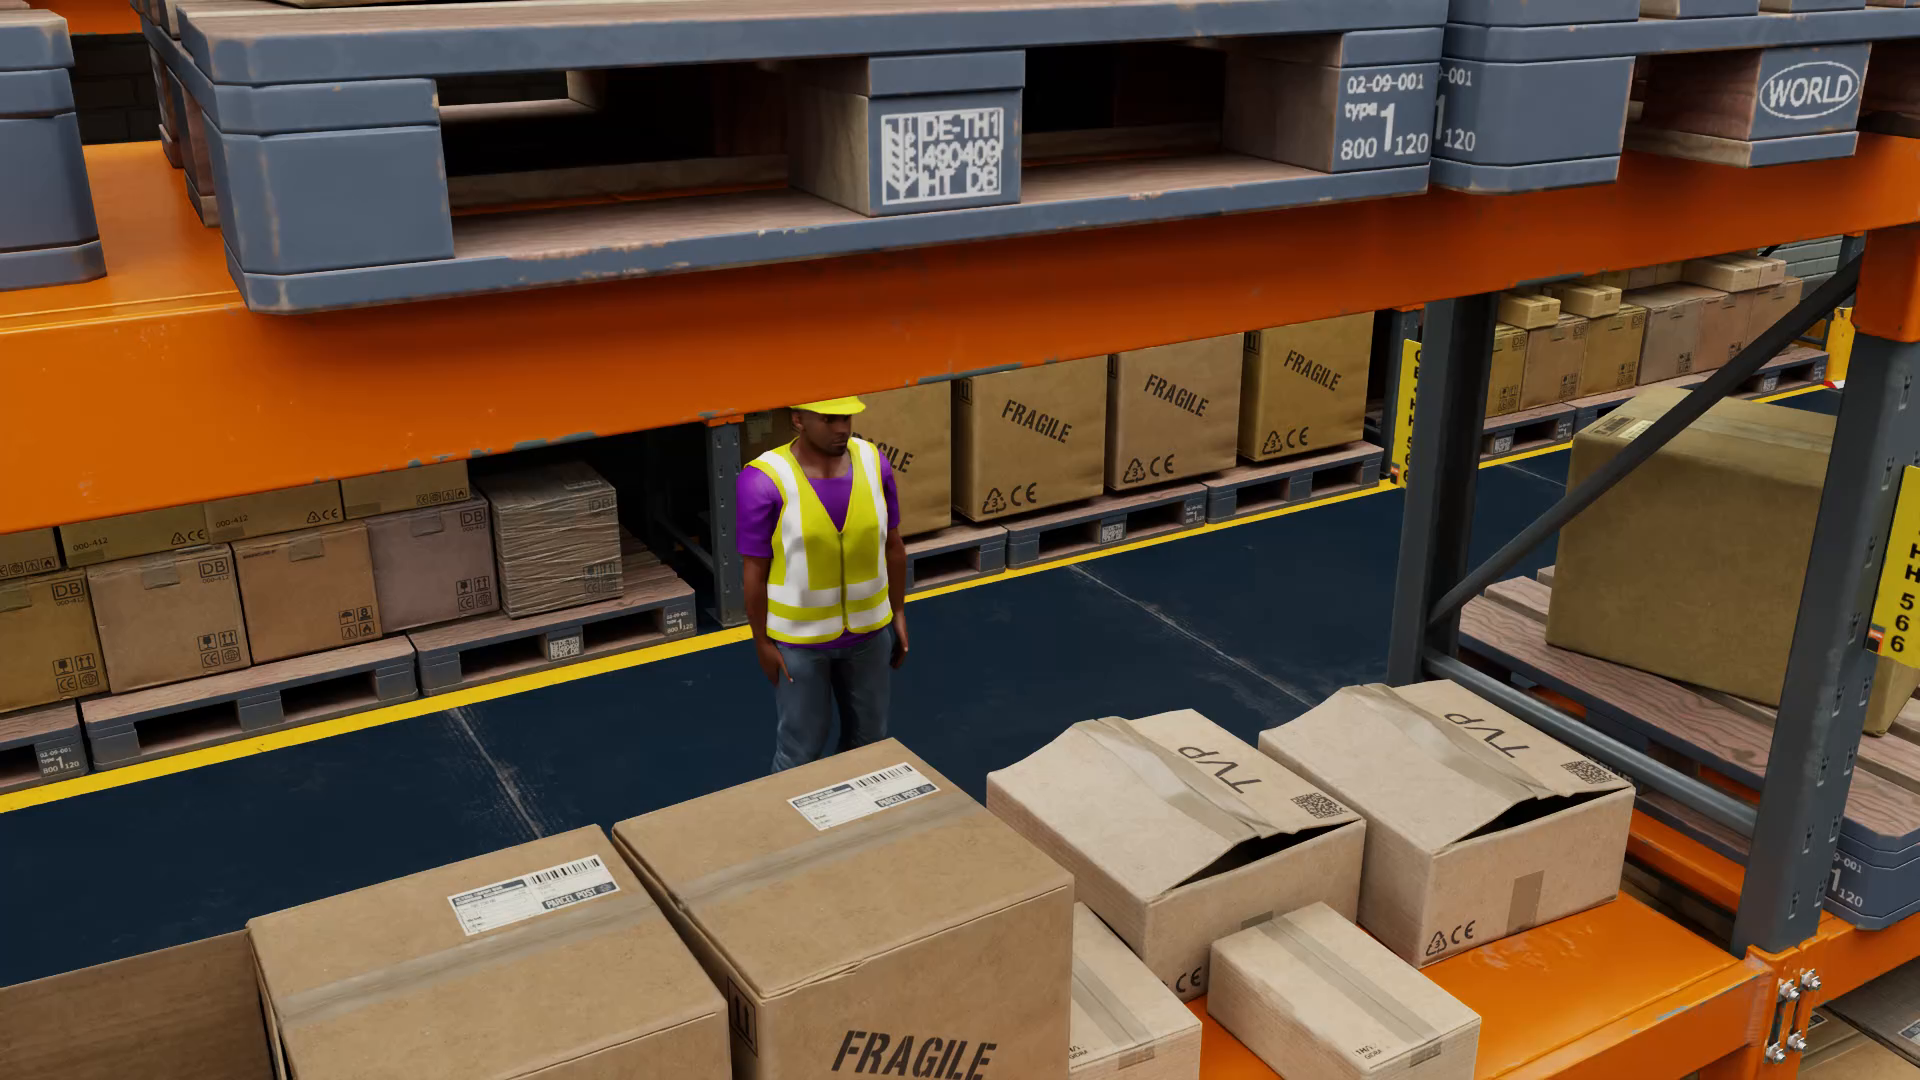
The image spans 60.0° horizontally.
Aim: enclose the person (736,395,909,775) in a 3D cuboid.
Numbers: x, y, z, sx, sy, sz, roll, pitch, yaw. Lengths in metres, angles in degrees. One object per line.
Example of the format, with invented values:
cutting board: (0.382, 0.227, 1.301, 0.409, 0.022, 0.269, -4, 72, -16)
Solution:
person: (-0.419, 0.280, 5.352, 0.563, 1.761, 0.356, -12, 24, -27)
